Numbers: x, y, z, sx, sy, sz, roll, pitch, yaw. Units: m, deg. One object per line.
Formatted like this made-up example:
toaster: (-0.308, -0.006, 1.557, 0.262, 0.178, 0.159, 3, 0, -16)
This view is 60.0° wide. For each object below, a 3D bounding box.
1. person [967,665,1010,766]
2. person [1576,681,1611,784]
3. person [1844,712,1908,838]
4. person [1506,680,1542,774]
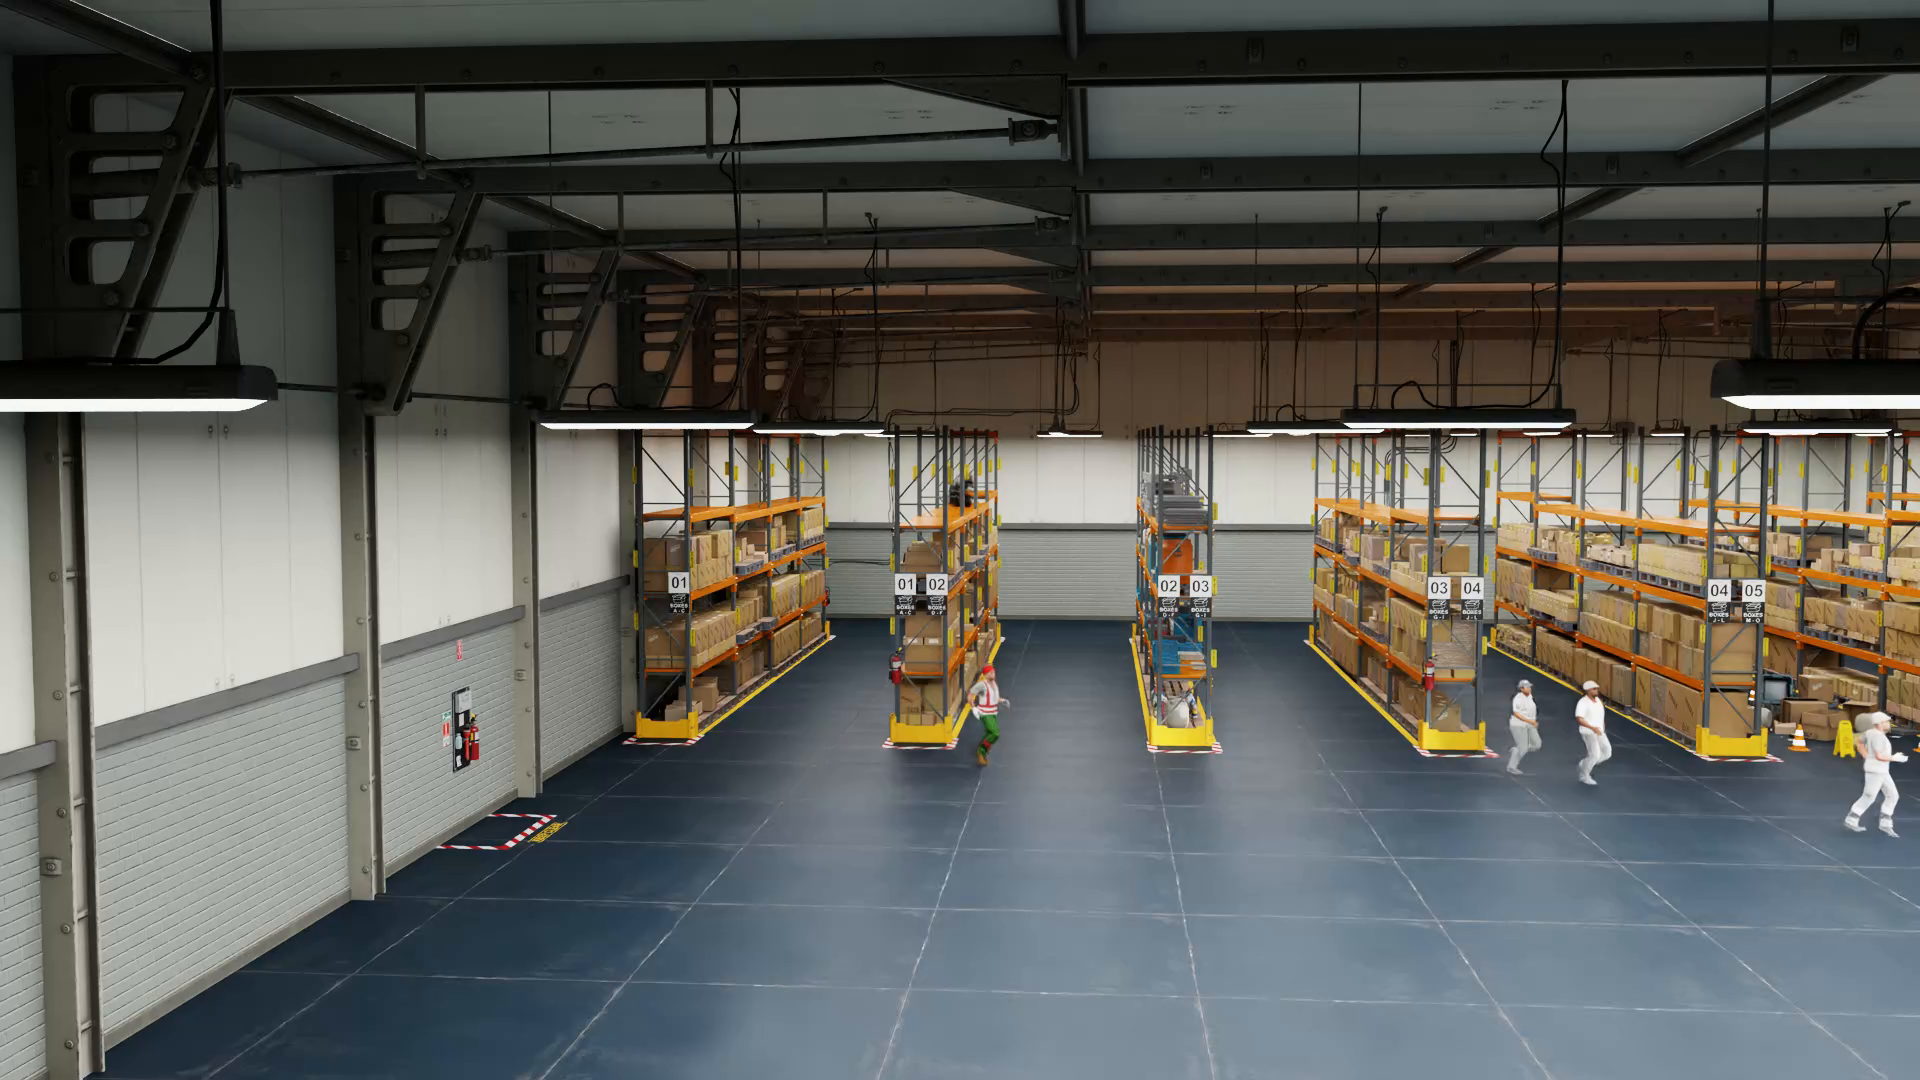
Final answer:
person: (0.537, 3.075, 29.225, 0.659, 1.760, 0.655, 2, 4, 32)
person: (10.546, 3.198, 27.674, 0.708, 1.723, 0.517, -3, 5, -42)
person: (13.211, 3.389, 23.973, 0.788, 1.836, 0.637, 2, 4, 33)
person: (9.703, 3.205, 28.515, 0.635, 1.629, 0.600, -3, 5, -41)
